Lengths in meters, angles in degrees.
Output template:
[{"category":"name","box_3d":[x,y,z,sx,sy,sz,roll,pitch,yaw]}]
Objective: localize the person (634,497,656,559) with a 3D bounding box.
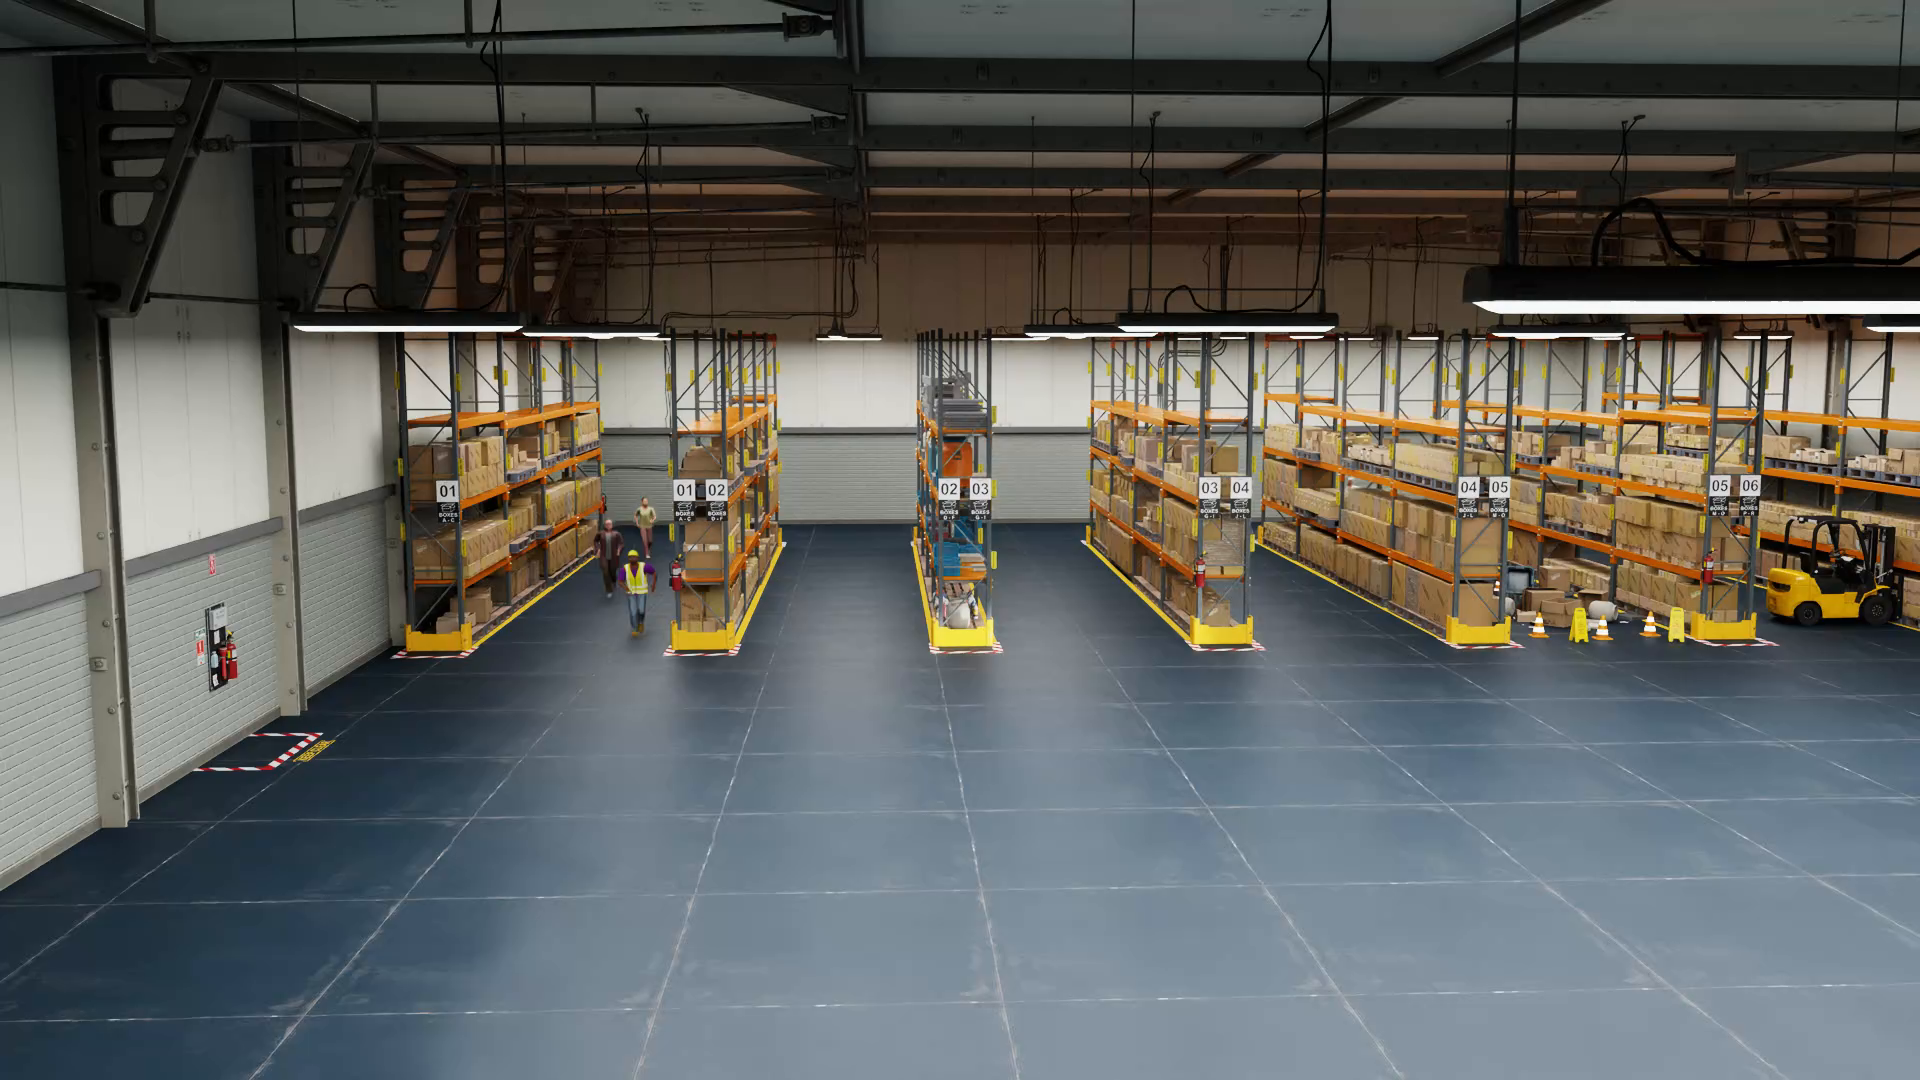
[{"category":"person","box_3d":[-8.418,-0.334,44.509,0.579,1.633,0.704,-2,7,-15]}]

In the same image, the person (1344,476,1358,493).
[{"category":"person","box_3d":[11.714,-1.026,49.888,0.863,1.771,0.657,-3,7,-25]}]

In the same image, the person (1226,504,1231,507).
[{"category":"person","box_3d":[7.497,-0.614,46.631,0.761,1.714,0.538,0,7,-4]}]

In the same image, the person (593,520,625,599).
[{"category":"person","box_3d":[-7.983,0.414,37.811,0.711,1.765,0.880,-1,7,-8]}]

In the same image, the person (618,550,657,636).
[{"category":"person","box_3d":[-6.292,1.047,32.395,0.723,1.716,0.751,0,7,-4]}]
